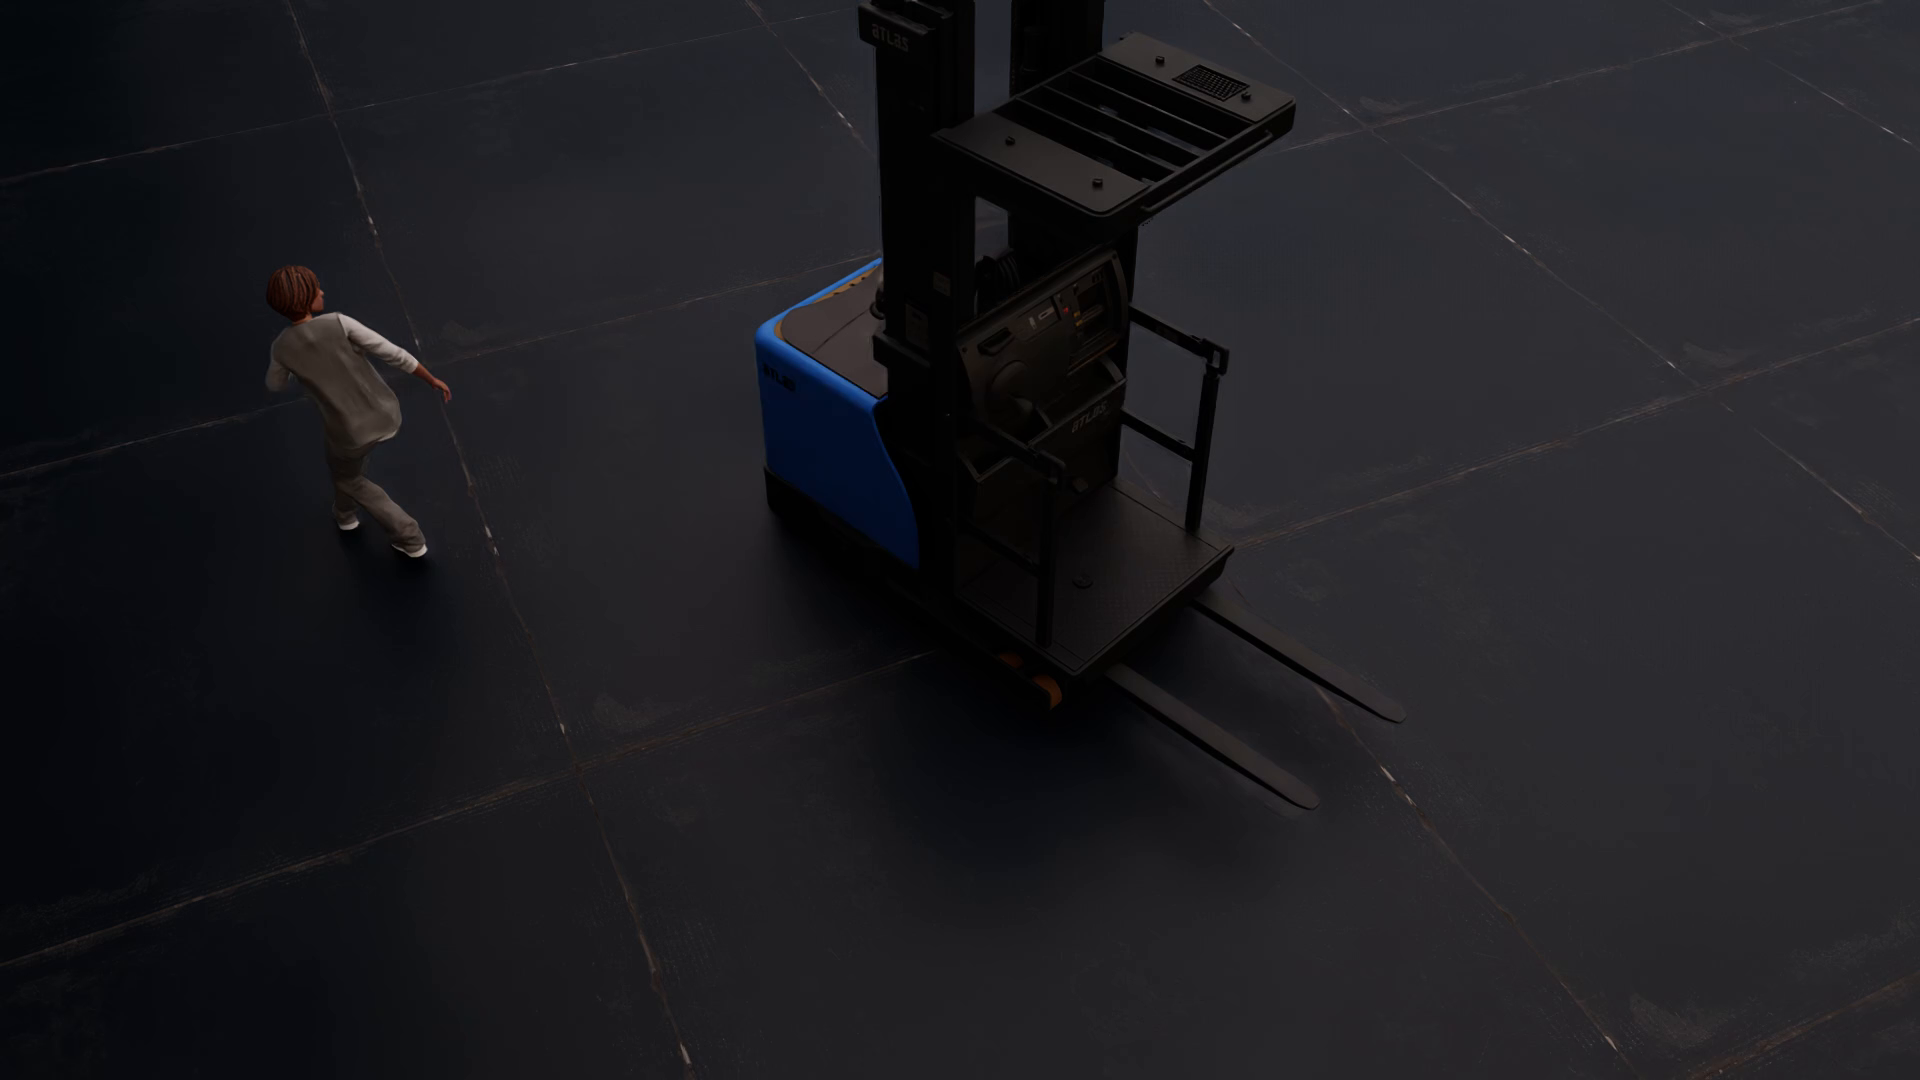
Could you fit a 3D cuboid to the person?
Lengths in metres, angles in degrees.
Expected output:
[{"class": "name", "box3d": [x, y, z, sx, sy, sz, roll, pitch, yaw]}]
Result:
[{"class": "person", "box3d": [-2.684, -0.617, 7.436, 0.676, 1.478, 0.755, -28, 50, -26]}]

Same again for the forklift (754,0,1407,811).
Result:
[{"class": "forklift", "box3d": [0.493, -0.749, 6.482, 3.031, 2.935, 1.130, 33, 52, 30]}]
